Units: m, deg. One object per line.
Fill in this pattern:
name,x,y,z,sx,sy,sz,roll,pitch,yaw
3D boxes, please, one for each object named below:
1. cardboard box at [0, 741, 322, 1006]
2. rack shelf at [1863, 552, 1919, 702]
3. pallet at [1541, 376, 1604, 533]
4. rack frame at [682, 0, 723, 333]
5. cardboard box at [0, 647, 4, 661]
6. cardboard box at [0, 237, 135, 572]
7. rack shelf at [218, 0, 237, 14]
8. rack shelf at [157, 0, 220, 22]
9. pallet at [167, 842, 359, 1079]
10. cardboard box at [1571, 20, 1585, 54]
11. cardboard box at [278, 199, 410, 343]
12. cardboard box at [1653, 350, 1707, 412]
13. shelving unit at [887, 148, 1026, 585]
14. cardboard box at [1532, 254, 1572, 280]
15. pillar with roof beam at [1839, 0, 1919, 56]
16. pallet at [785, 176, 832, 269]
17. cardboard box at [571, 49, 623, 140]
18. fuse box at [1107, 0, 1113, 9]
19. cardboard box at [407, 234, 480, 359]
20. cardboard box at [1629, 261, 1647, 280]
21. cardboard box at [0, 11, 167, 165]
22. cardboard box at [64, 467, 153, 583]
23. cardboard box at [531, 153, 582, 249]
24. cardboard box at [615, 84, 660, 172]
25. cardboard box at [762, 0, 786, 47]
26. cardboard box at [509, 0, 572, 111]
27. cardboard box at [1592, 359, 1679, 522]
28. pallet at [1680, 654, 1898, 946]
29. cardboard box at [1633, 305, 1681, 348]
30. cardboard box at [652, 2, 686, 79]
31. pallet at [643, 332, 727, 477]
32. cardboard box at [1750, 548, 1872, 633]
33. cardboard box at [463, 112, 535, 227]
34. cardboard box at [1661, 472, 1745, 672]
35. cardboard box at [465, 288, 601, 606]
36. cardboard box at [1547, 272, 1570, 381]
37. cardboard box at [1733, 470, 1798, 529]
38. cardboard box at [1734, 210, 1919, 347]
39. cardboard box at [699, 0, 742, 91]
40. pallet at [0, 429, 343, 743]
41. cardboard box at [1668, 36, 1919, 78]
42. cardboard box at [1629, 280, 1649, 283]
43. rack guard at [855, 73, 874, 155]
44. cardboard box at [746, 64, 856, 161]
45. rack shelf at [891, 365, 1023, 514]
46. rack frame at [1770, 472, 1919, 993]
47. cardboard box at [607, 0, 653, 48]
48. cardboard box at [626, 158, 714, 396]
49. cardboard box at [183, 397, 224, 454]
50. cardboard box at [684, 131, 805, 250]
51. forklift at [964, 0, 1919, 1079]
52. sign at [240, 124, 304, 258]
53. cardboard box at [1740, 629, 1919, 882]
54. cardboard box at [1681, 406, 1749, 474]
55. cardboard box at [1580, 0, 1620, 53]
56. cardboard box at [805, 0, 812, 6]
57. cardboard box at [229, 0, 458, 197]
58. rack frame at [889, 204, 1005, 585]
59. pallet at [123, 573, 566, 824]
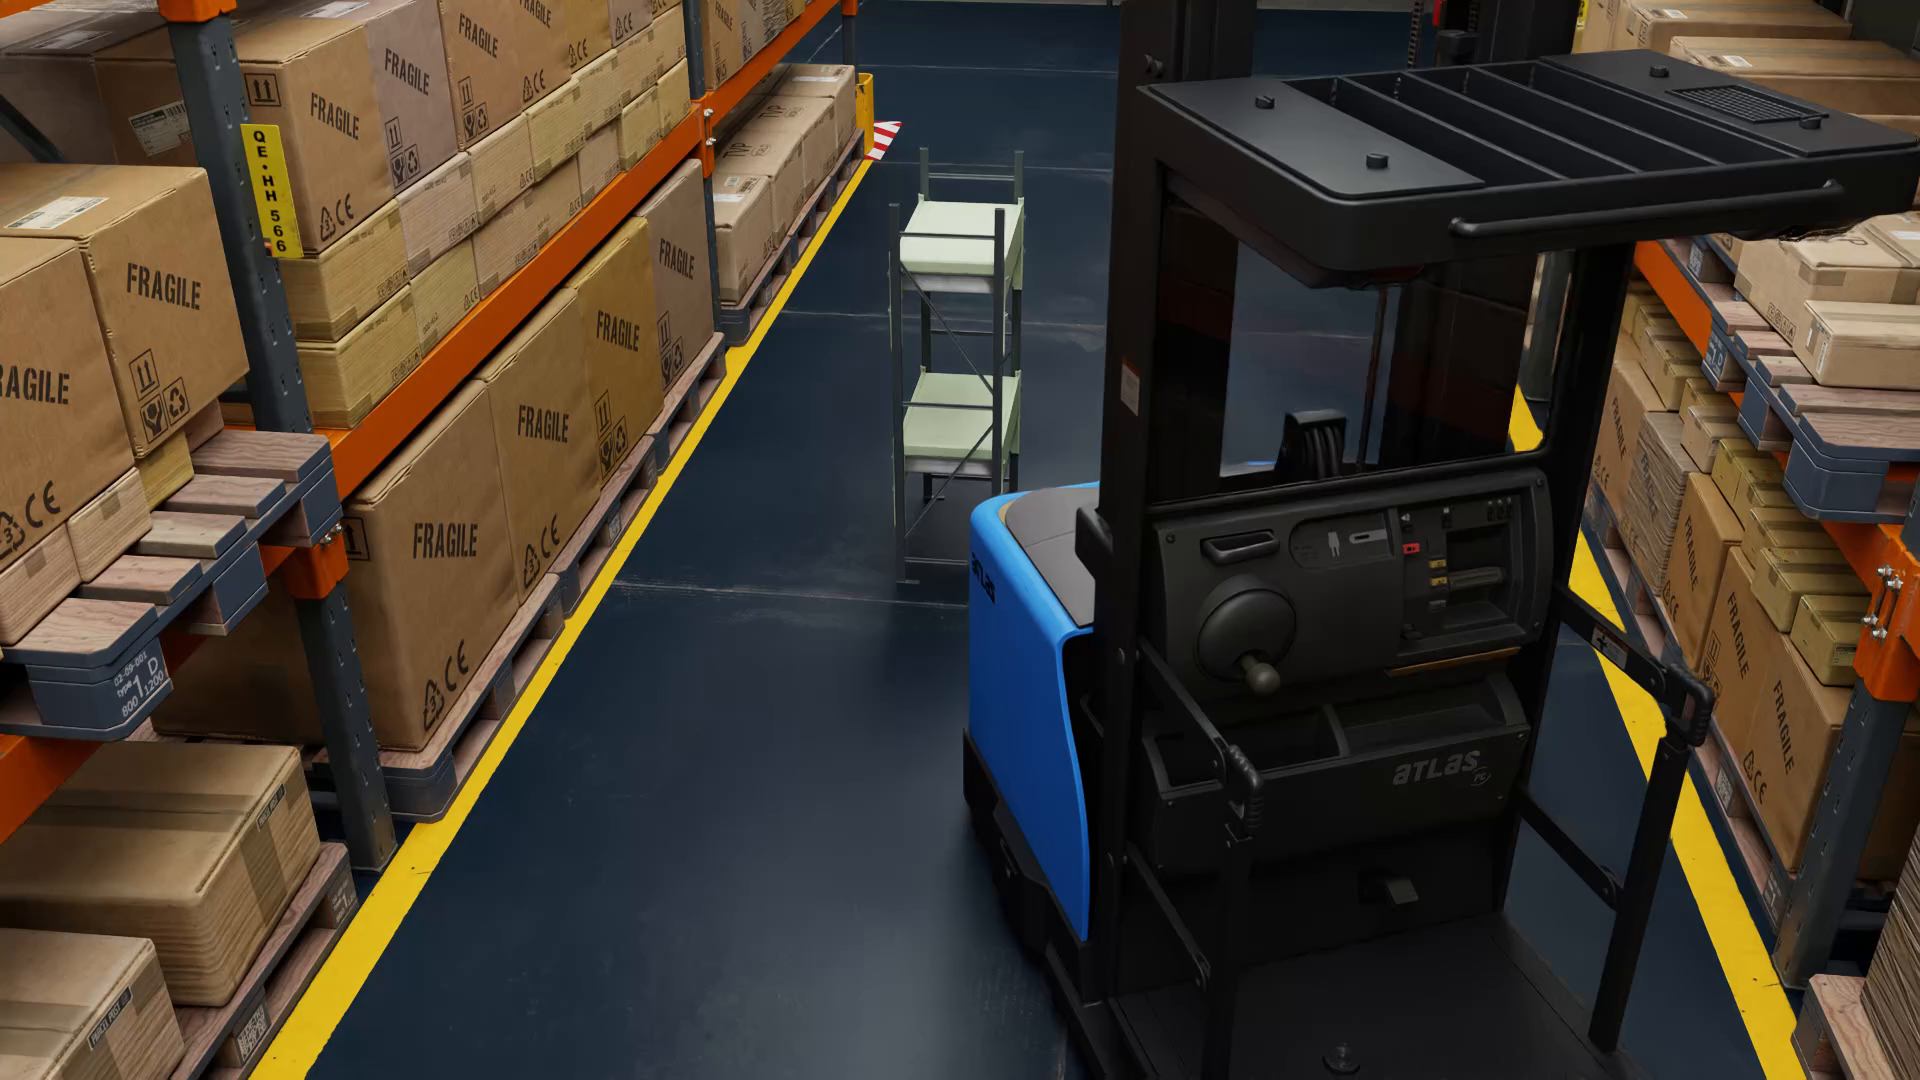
cardboard box,-2.277,0.848,4.341,0.950,0.372,0.625,1,28,3
rack shelf,2.483,1.156,2.201,1.077,0.370,4.000,3,28,6
pallet,3.156,-0.373,7.219,1.003,0.211,1.213,3,28,6
rack frame,-1.708,-2.272,7.805,1.000,3.000,0.127,3,28,6
cardboard box,-2.011,0.205,3.030,0.380,0.149,0.250,4,29,7
cardboard box,-2.031,-0.275,3.236,0.500,0.500,0.500,3,28,5
rack shelf,-1.953,-2.334,5.516,1.077,0.370,4.000,3,28,6
rack shelf,-2.443,-0.452,2.021,1.077,0.370,4.000,3,28,6
pallet,-2.295,1.206,4.288,1.003,0.211,1.213,3,28,6
cardboard box,3.039,-2.304,7.709,0.500,0.250,0.500,4,29,7
cardboard box,-1.891,-0.767,4.643,0.500,0.250,0.500,3,28,6
cardboard box,2.813,-0.584,6.179,0.380,0.149,0.250,4,29,8
shelving unit,-0.001,-0.657,6.388,0.431,1.500,0.755,3,28,6
cardboard box,3.039,-1.414,8.652,0.396,0.266,0.258,4,29,8
pillar with roof beam,-0.074,-5.152,6.825,9.100,9.000,0.400,3,28,6
pallet,-1.390,-1.974,10.191,1.003,0.211,1.213,3,28,6
cardboard box,-1.632,-1.725,6.419,0.500,0.250,0.500,4,29,7
fuse box,1.517,-6.052,16.180,0.539,1.711,0.414,3,28,6
cardboard box,-1.843,-0.782,5.196,0.500,0.250,0.500,3,28,5
cardboard box,2.926,-1.208,7.024,0.380,0.149,0.250,2,28,4
cardboard box,-2.395,-1.132,4.529,0.500,0.500,0.500,3,28,5
cardboard box,-1.952,-0.044,3.491,0.380,0.149,0.250,3,28,6
cardboard box,-1.716,-1.261,6.086,0.500,0.250,0.500,3,28,6
cardboard box,-1.576,-1.740,6.976,0.500,0.250,0.500,3,28,5
cardboard box,-1.258,-2.992,9.036,0.500,0.500,0.500,4,29,7
cardboard box,-1.700,-1.805,5.779,0.500,0.500,0.500,4,29,7
cardboard box,2.815,-0.369,6.465,0.500,0.500,0.500,3,28,5
pallet,2.857,0.776,5.087,1.003,0.211,1.213,3,28,6
cardboard box,2.913,-0.816,6.610,0.380,0.149,0.250,3,28,5
cardboard box,-1.521,-2.204,7.310,0.500,0.250,0.500,3,28,6
pallet,-1.728,-0.677,7.784,1.003,0.211,1.213,3,28,6
cardboard box,2.540,0.150,4.818,0.380,0.149,0.250,2,28,4
cardboard box,-1.753,-1.244,5.528,0.500,0.250,0.500,3,28,6
cardboard box,2.700,0.120,5.557,0.500,0.500,0.500,5,29,8
cardboard box,-1.918,-0.379,6.087,0.875,0.875,0.875,4,29,7
cardboard box,2.936,-0.855,7.367,0.500,0.500,0.500,5,29,8
cardboard box,2.694,-0.093,5.269,0.380,0.149,0.250,4,29,8
cardboard box,2.536,-0.737,4.670,0.500,0.250,0.500,2,28,4
cardboard box,-1.391,-2.522,8.163,0.500,0.500,0.500,4,29,8
pallet,-2.180,0.037,3.721,1.213,0.211,1.003,3,28,6
cardboard box,2.778,-1.386,5.612,0.700,0.500,0.500,3,28,6
cardboard box,2.953,-1.067,7.077,0.380,0.149,0.250,3,28,5
rack guard,-1.215,-3.066,11.913,1.175,0.500,0.348,3,28,6
cardboard box,-1.200,-2.895,11.220,0.875,0.438,0.875,2,28,4
rack shelf,-0.001,-0.370,6.543,0.431,0.370,0.720,3,28,6
rack frame,2.728,-0.102,3.777,1.000,3.000,0.127,3,28,6
cardboard box,-1.570,-2.287,6.673,0.500,0.500,0.500,4,29,7
cardboard box,-1.705,-1.225,7.659,0.875,0.875,0.875,4,29,8
cardboard box,-2.005,-0.295,3.958,0.380,0.149,0.250,4,29,8
cardboard box,-1.416,-2.040,9.632,0.875,0.438,0.875,3,28,5
forklift,0.928,0.136,3.407,1.130,2.935,3.031,-8,29,-15
sign,-1.659,-0.837,4.004,0.100,0.325,0.005,3,28,6
cardboard box,2.567,0.602,4.663,0.500,0.500,0.500,4,29,8
cardboard box,2.728,-0.342,5.731,0.380,0.149,0.250,2,28,4
cardboard box,2.937,-1.999,6.751,0.700,0.500,0.500,4,29,7
cardboard box,-1.144,-3.478,9.938,0.500,0.500,0.500,4,29,8
cardboard box,-1.844,-1.325,4.888,0.500,0.500,0.500,3,29,6
rack frame,-0.046,-0.485,6.069,0.400,1.500,0.023,3,28,6
pallet,-2.027,0.472,5.652,1.003,0.211,1.213,3,28,6
